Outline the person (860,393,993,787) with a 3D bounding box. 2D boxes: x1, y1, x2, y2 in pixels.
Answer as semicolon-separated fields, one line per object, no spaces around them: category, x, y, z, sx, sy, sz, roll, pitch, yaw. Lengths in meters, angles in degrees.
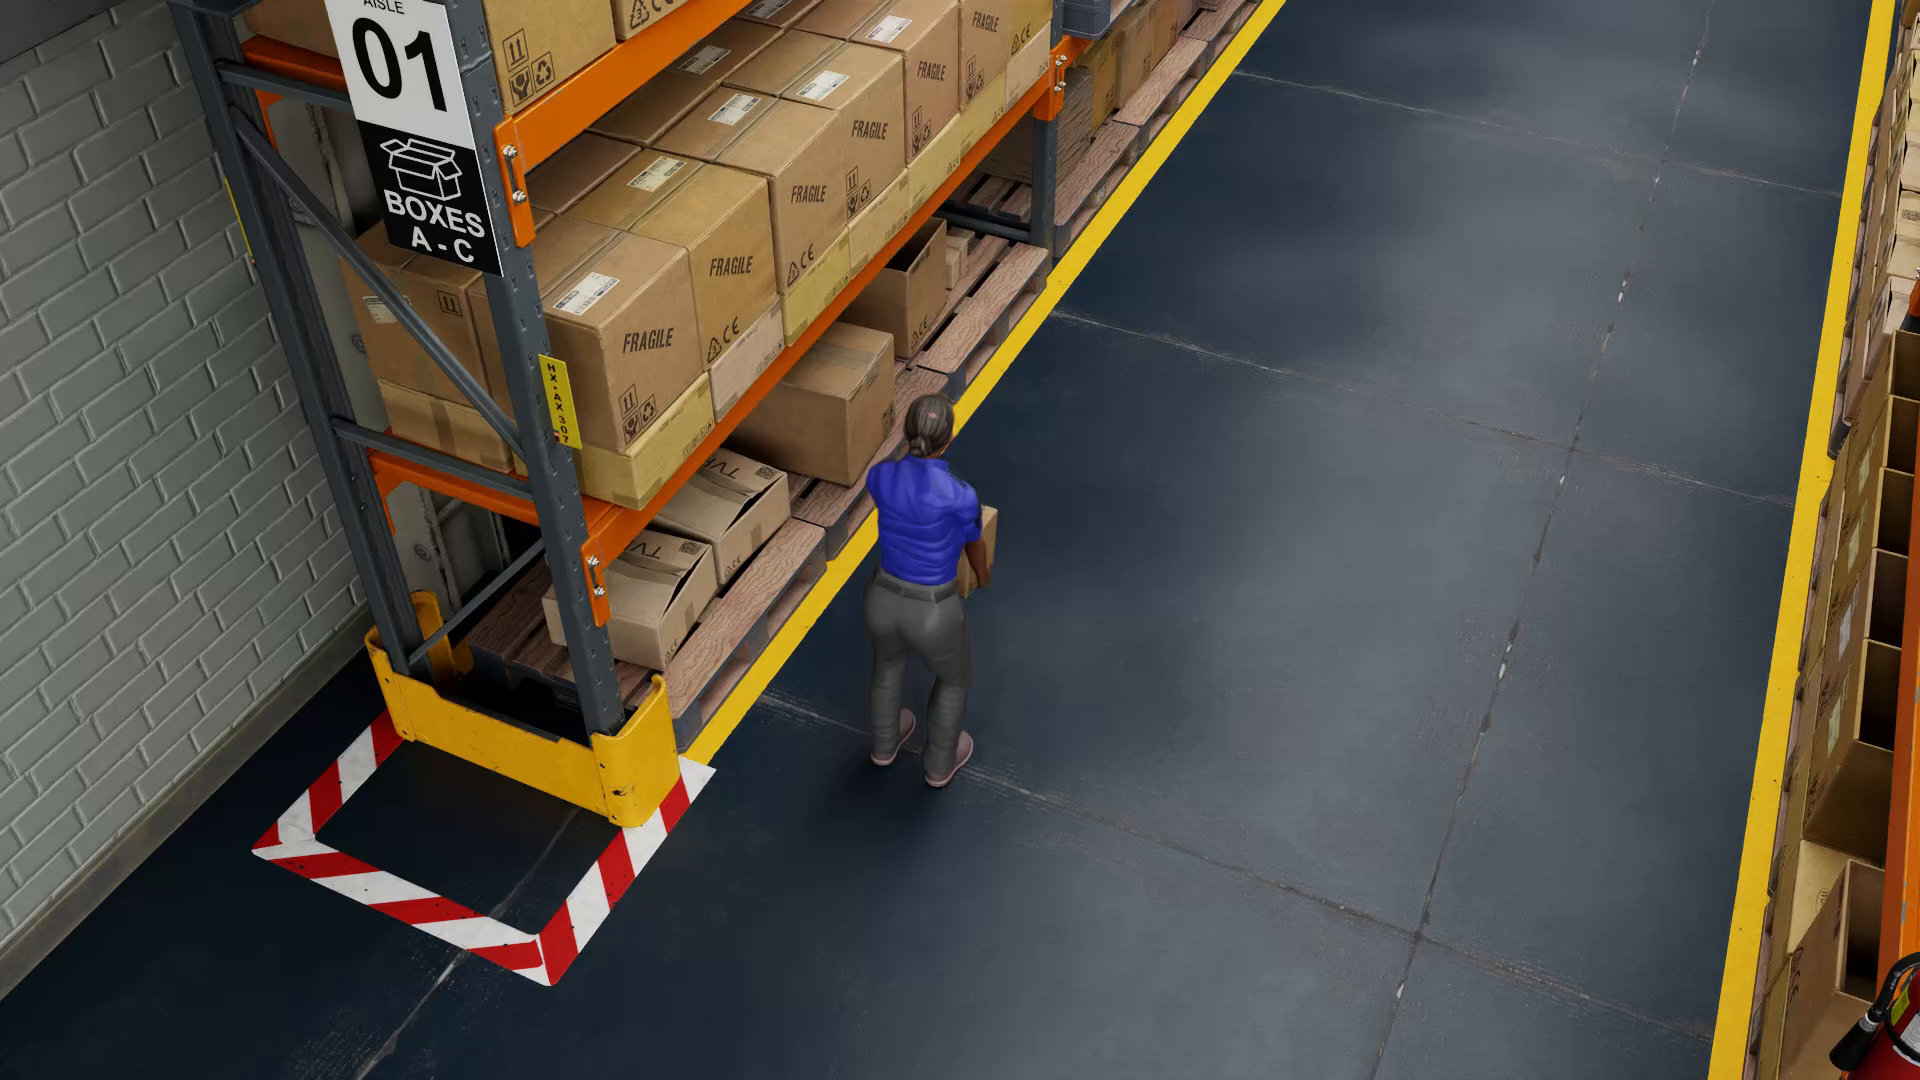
person;-0.126;0.179;6.002;0.412;1.621;0.552;17;45;18
